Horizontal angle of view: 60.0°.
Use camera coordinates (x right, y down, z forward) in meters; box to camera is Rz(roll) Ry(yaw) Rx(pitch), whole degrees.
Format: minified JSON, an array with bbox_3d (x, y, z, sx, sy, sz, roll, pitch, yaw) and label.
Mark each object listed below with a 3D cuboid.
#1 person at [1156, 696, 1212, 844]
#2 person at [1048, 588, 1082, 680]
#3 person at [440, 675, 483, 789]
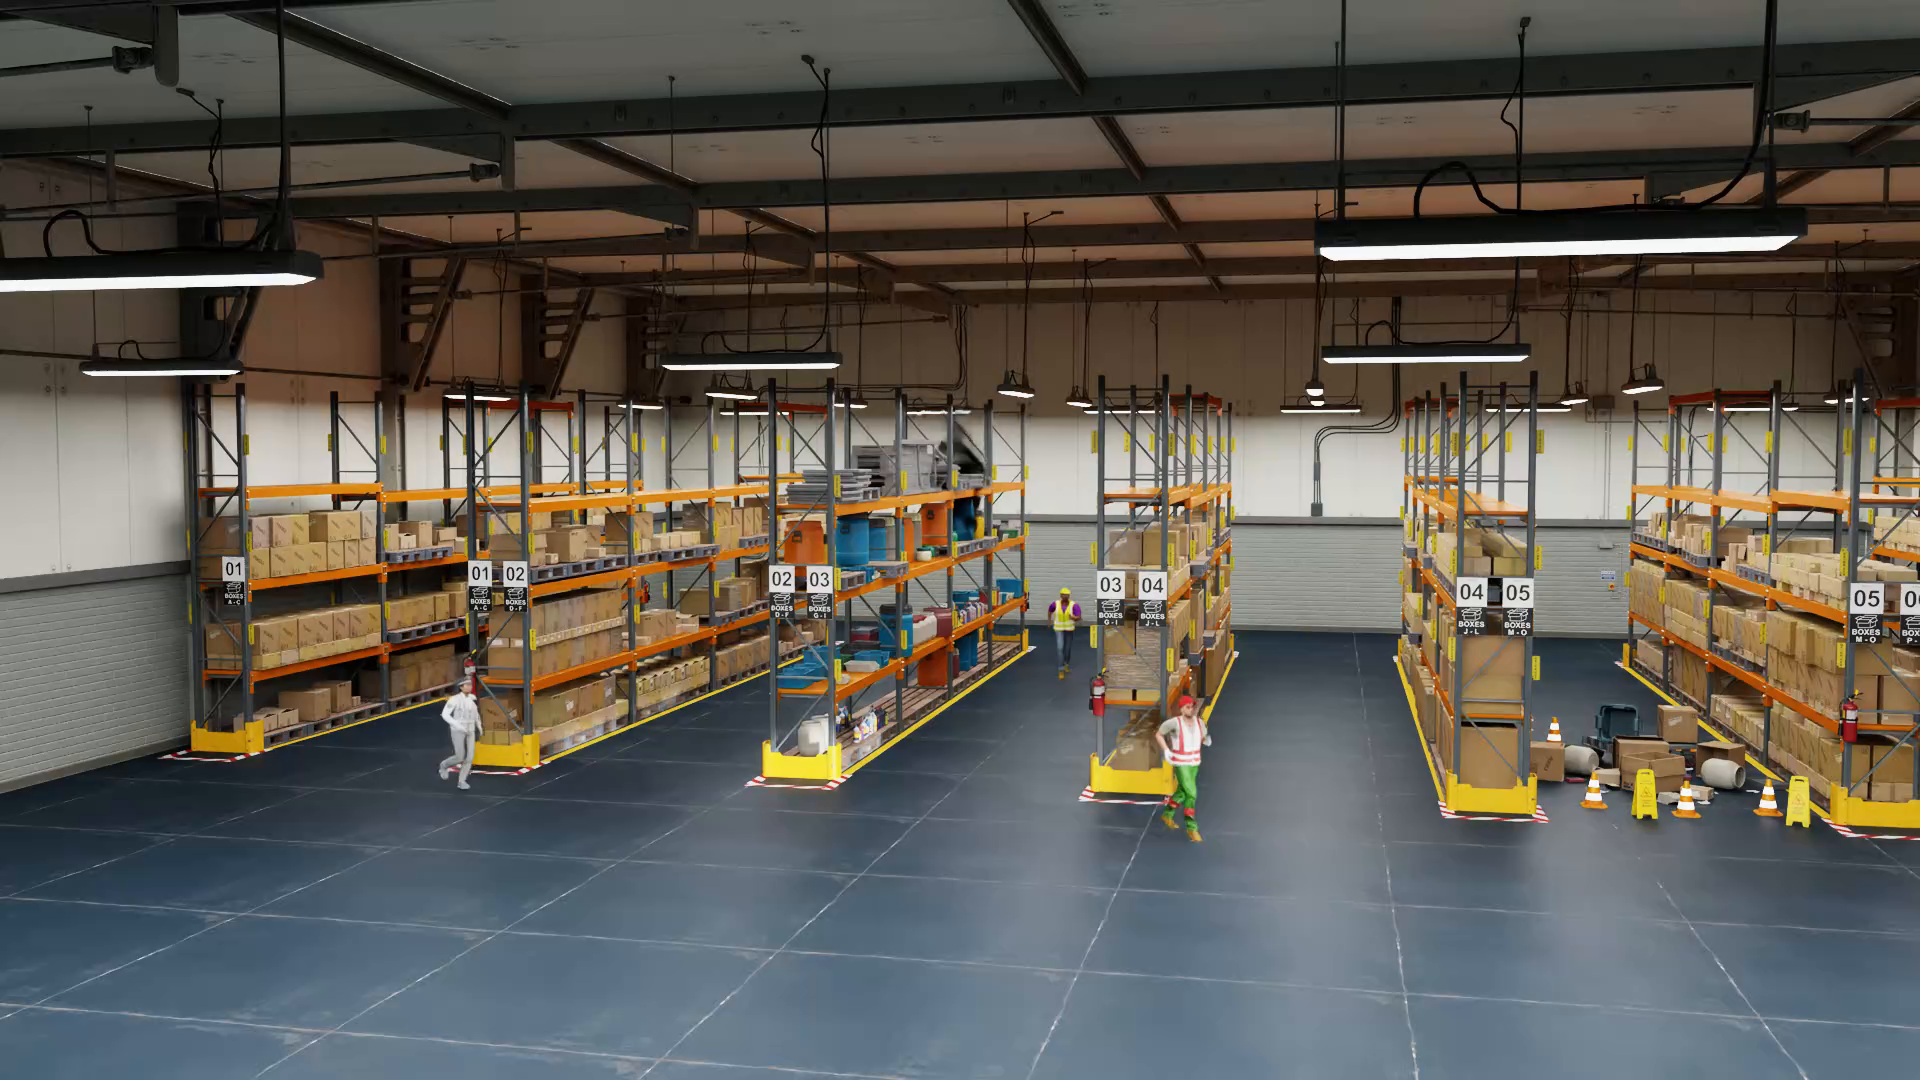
[{"bbox_3d":[2.894,2.895,21.240,0.623,1.839,0.824,-2,4,-33],"label":"person"},{"bbox_3d":[2.130,1.890,33.847,0.675,1.850,0.828,0,3,0],"label":"person"},{"bbox_3d":[-7.295,2.793,24.353,0.620,1.638,0.655,3,4,39],"label":"person"}]
